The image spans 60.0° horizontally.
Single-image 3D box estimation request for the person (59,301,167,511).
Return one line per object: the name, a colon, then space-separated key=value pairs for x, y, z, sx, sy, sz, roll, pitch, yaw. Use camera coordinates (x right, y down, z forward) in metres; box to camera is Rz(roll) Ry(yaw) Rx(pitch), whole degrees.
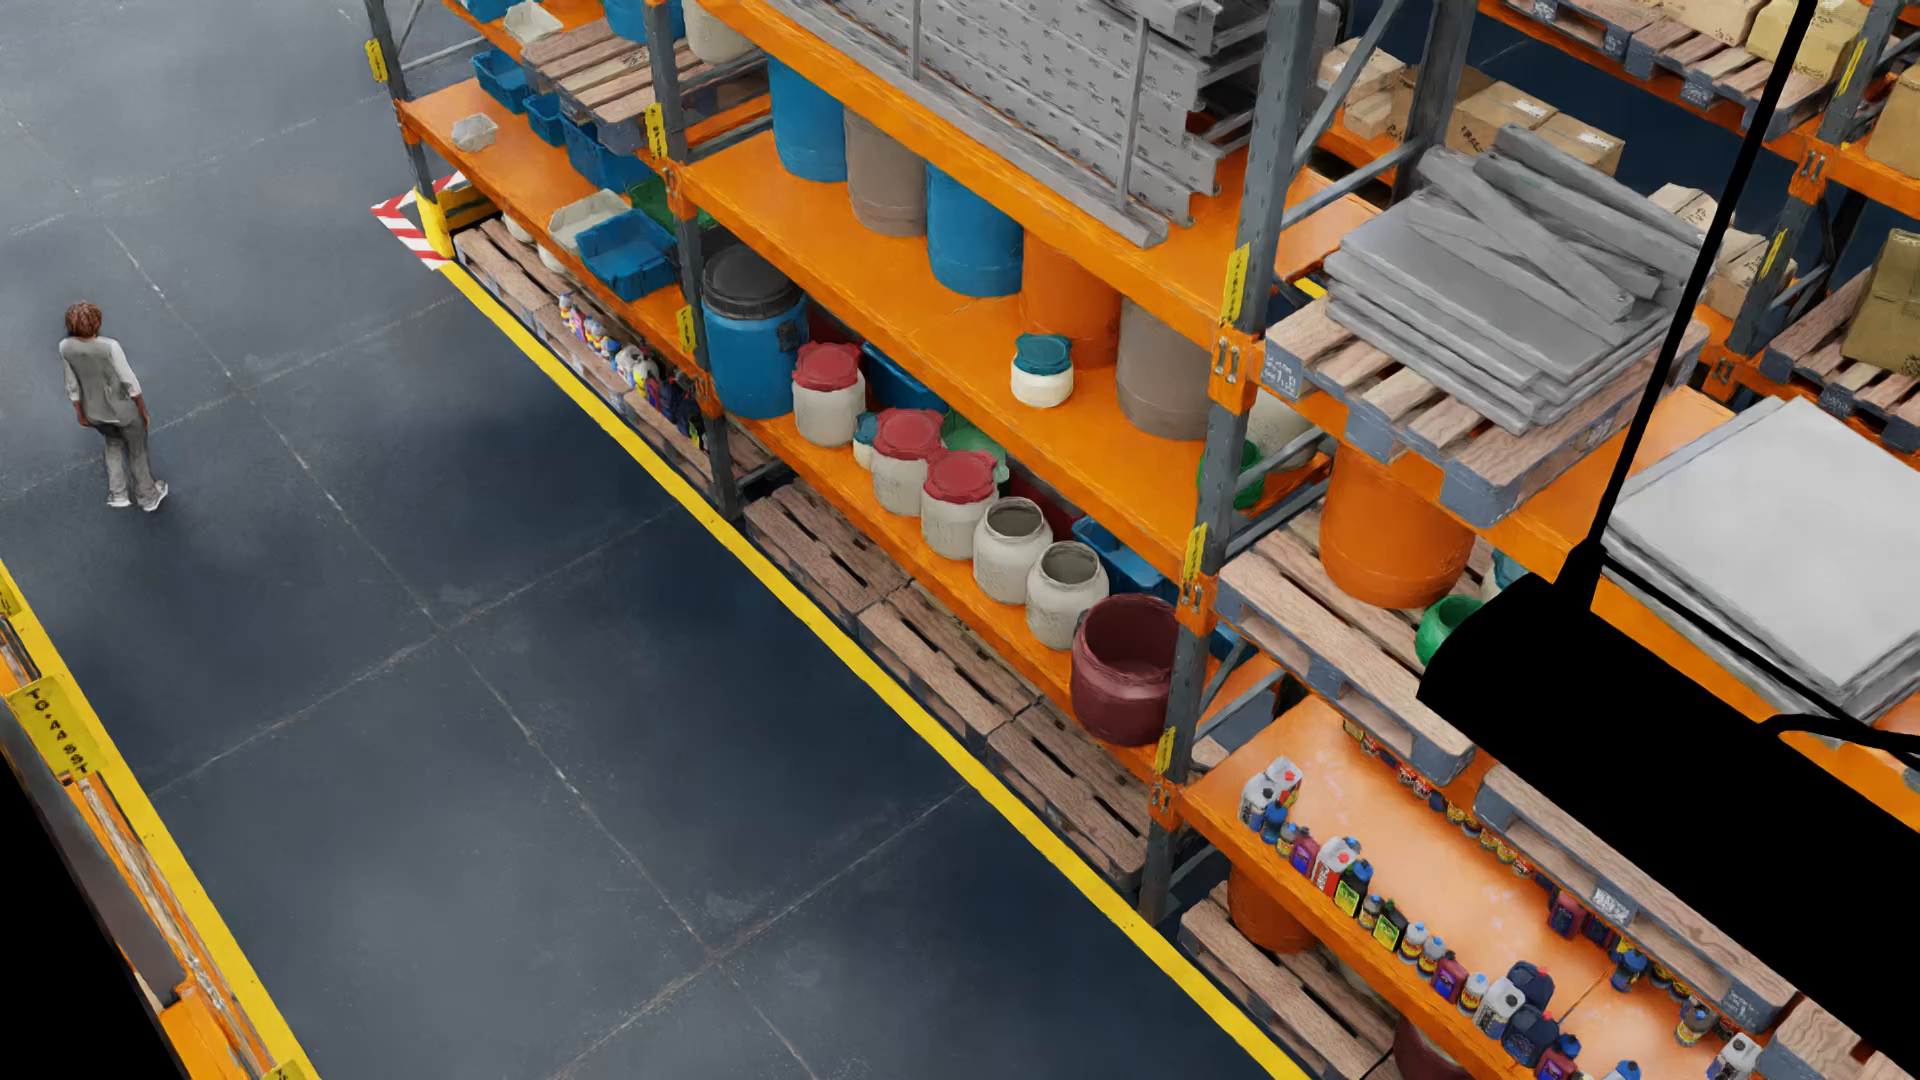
person: x=-5.443 y=-0.801 z=10.648 sx=0.475 sy=1.588 sz=0.471 roll=-1 pitch=46 yaw=-1
